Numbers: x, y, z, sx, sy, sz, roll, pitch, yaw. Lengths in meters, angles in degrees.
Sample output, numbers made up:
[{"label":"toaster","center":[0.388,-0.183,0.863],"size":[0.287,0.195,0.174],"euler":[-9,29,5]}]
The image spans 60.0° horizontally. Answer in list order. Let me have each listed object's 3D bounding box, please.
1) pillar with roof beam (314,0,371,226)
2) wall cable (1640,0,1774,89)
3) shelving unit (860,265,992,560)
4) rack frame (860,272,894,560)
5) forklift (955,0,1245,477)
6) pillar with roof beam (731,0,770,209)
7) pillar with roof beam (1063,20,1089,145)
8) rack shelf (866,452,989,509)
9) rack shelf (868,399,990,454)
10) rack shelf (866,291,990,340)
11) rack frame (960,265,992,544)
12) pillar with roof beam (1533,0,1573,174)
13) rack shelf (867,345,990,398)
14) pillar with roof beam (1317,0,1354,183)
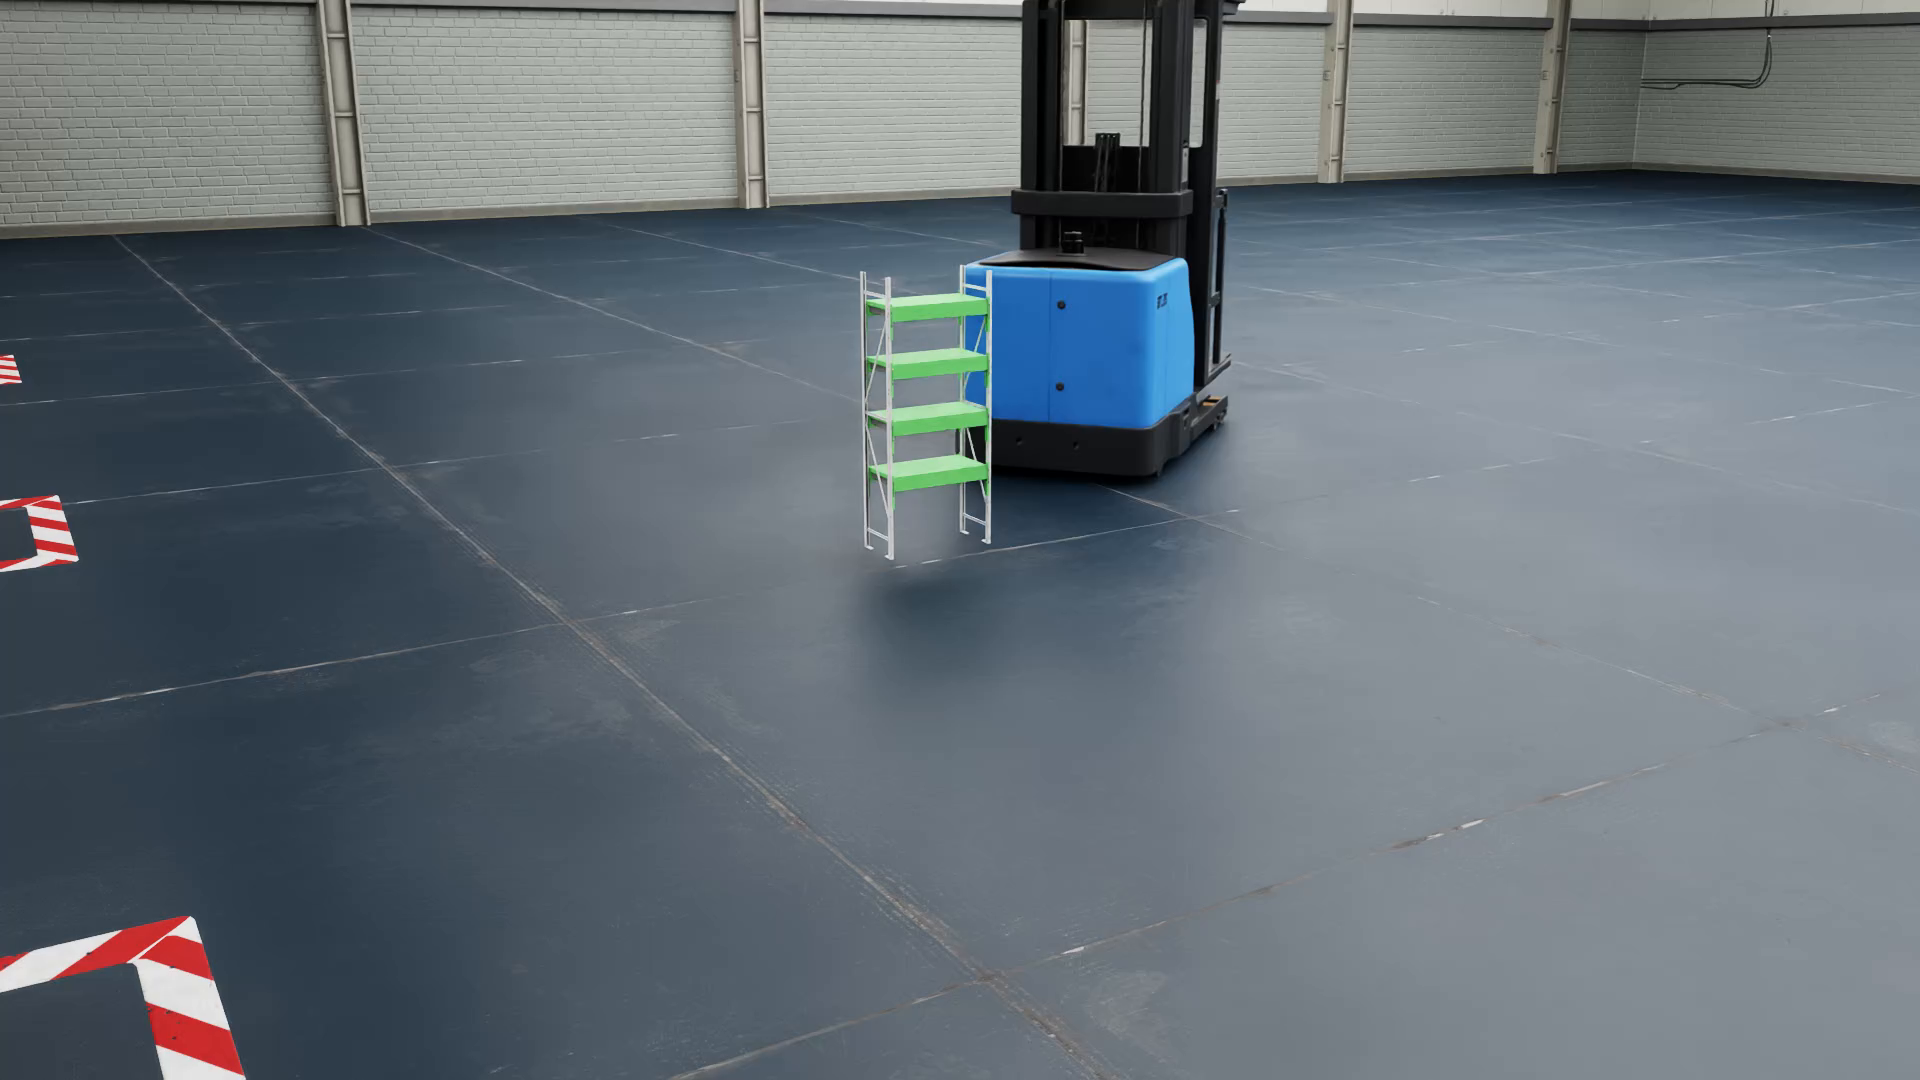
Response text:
[{"label":"pillar with roof beam","center":[-6.131,-7.678,18.129],"size":[0.400,9.000,9.100],"euler":[-9,18,-30]},{"label":"wall cable","center":[15.431,-10.619,34.372],"size":[0.112,2.526,3.097],"euler":[-9,18,-30]},{"label":"shelving unit","center":[-0.142,-0.555,7.166],"size":[0.503,1.200,0.258],"euler":[-9,18,-30]},{"label":"rack frame","center":[-0.351,-0.521,7.045],"size":[0.015,1.200,0.240],"euler":[-9,18,-30]},{"label":"forklift","center":[0.954,-2.083,9.409],"size":[1.130,2.935,3.031],"euler":[6,17,19]},{"label":"pillar with roof beam","center":[-0.988,-8.512,21.104],"size":[0.400,9.000,9.100],"euler":[-9,18,-30]},{"label":"pillar with roof beam","center":[4.155,-9.346,24.080],"size":[0.400,9.000,9.100],"euler":[-9,18,-30]},{"label":"rack shelf","center":[-0.142,-0.262,7.248],"size":[0.480,0.148,0.258],"euler":[-9,18,-30]},{"label":"rack shelf","center":[-0.142,-0.493,7.183],"size":[0.480,0.148,0.258],"euler":[-9,18,-30]},{"label":"rack shelf","center":[-0.142,-0.955,7.053],"size":[0.480,0.148,0.258],"euler":[-9,18,-30]},{"label":"rack frame","center":[0.067,-0.589,7.287],"size":[0.015,1.200,0.240],"euler":[-9,18,-30]},{"label":"pillar with roof beam","center":[14.441,-11.014,30.030],"size":[0.400,9.000,9.100],"euler":[-9,18,-30]},{"label":"rack shelf","center":[-0.142,-0.724,7.118],"size":[0.480,0.148,0.258],"euler":[-9,18,-30]},{"label":"pillar with roof beam","center":[9.298,-10.180,27.055],"size":[0.400,9.000,9.100],"euler":[-9,18,-30]}]
